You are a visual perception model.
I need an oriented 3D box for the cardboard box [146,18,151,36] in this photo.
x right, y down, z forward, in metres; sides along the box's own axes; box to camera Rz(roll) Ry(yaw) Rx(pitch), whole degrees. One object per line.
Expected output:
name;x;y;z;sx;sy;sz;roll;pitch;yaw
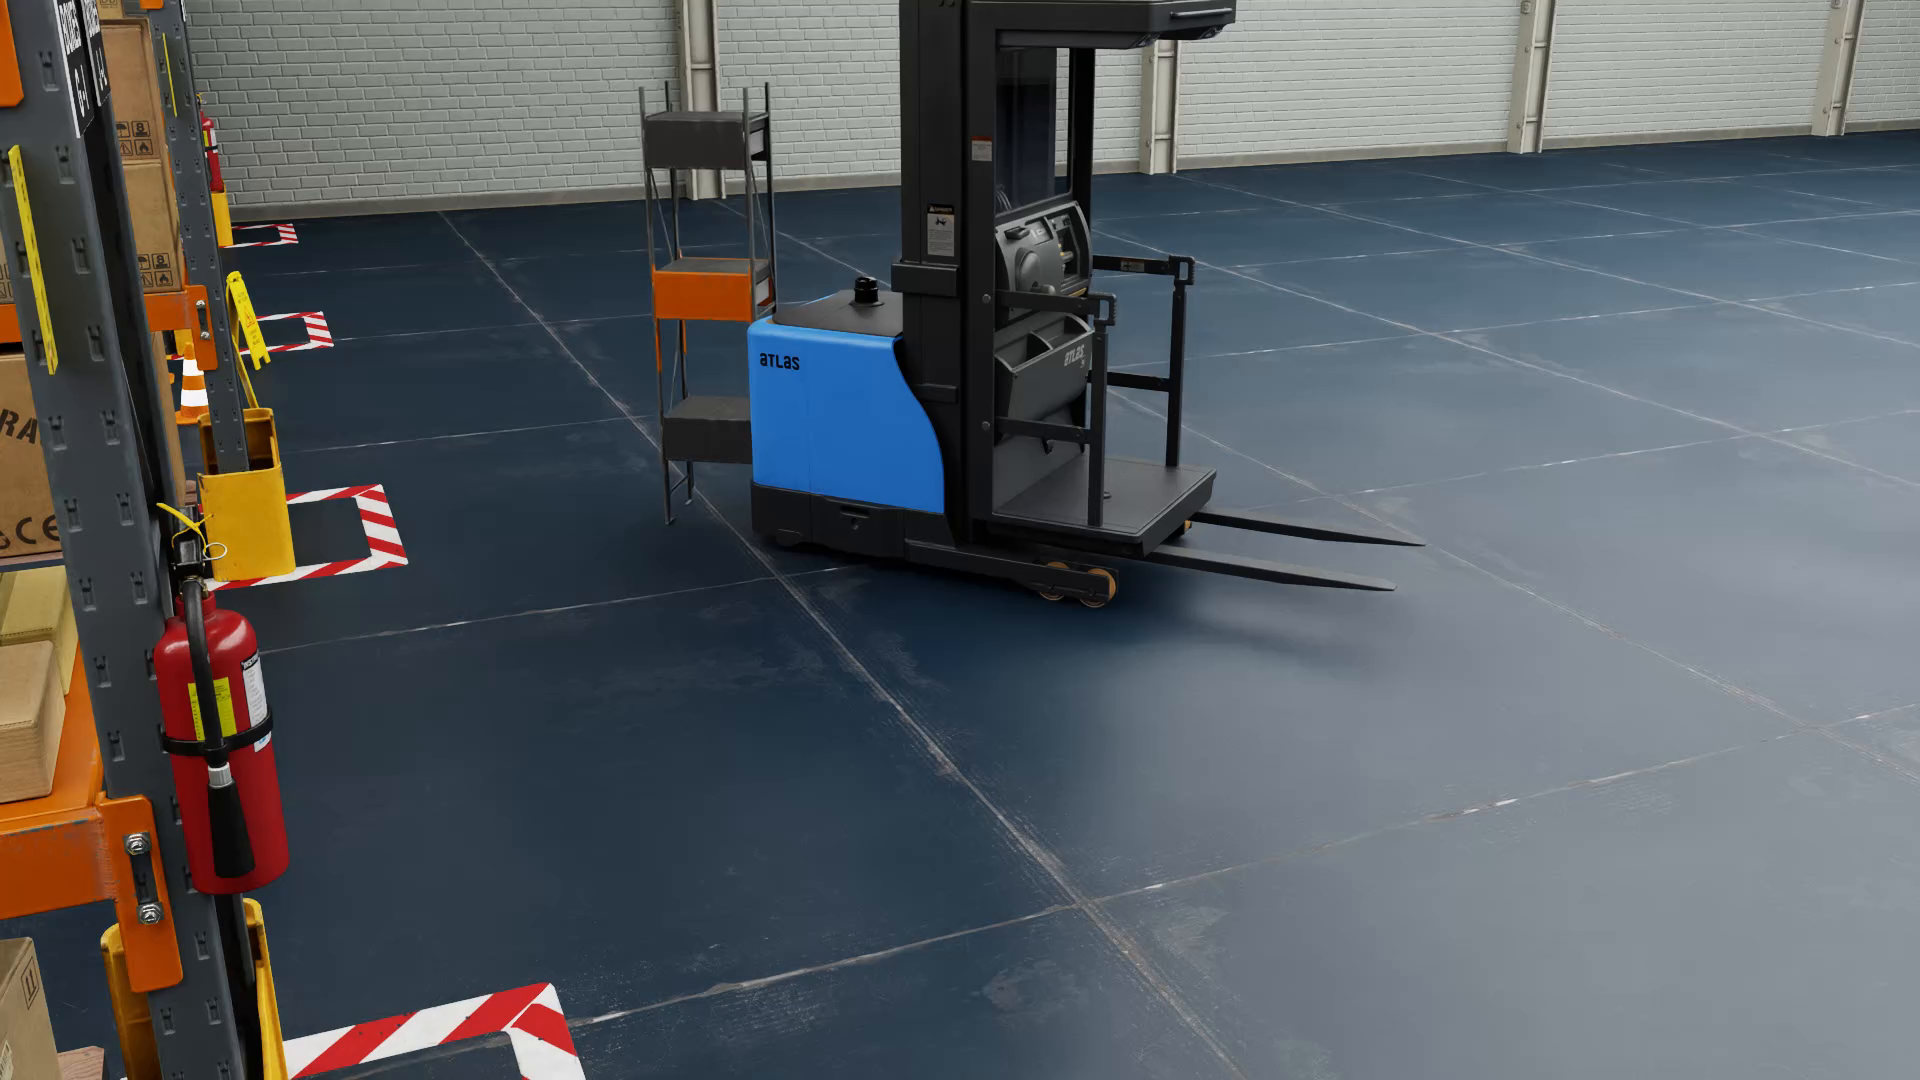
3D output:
cardboard box;-7.709;-4.806;15.580;0.250;0.149;0.380;-8;21;-22

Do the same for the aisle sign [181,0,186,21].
aisle sign;-3.257;-2.559;6.858;0.004;0.787;0.394;-8;21;-22

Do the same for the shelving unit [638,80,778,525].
shelving unit;-1.177;-1.115;8.027;0.503;2.100;0.431;3;20;9

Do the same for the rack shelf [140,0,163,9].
rack shelf;-5.277;-2.227;6.397;4.000;0.370;1.077;-8;21;-22

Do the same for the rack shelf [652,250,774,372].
rack shelf;-1.177;-1.102;8.032;0.480;0.518;0.431;3;20;9

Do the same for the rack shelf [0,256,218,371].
rack shelf;-5.277;-0.812;6.895;4.000;0.370;1.077;-8;21;-22

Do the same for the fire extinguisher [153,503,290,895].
fire extinguisher;-1.281;0.273;2.846;0.183;0.674;0.296;-8;21;-22

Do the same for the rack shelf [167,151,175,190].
rack shelf;-7.331;-2.308;11.145;4.000;0.370;1.077;-8;21;-22

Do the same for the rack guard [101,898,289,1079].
rack guard;-1.639;1.300;3.576;0.348;0.500;1.175;-8;21;-22

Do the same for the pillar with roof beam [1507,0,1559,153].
pillar with roof beam;9.773;-8.492;18.591;0.400;9.000;9.100;-8;21;-22

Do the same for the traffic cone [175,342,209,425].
traffic cone;-4.626;-0.971;10.082;0.334;0.463;0.336;-8;21;-22

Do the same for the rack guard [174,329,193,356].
rack guard;-5.564;-1.722;12.159;0.348;0.500;1.175;-8;21;-22

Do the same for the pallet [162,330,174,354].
pallet;-6.324;-1.489;11.934;1.213;0.211;1.003;-8;21;-22

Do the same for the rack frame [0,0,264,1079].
rack frame;-1.570;0.110;3.192;0.053;2.616;0.949;-8;21;-22

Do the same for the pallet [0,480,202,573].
pallet;-4.144;0.030;7.620;1.213;0.211;1.003;-8;21;-22

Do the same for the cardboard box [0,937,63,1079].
cardboard box;-2.149;1.169;3.316;0.500;0.500;0.500;-4;20;-12

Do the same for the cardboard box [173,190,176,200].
cardboard box;-7.787;-3.402;15.921;0.500;0.250;0.500;-8;21;-23

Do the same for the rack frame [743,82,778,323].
rack frame;-0.936;-1.102;7.990;0.015;2.100;0.400;3;20;9

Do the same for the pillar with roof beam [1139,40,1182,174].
pillar with roof beam;4.263;-7.703;16.349;0.400;9.000;9.100;-8;21;-22

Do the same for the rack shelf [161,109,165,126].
rack shelf;-9.300;-3.822;15.442;4.000;0.370;1.077;-8;21;-22

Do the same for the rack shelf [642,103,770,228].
rack shelf;-1.177;-1.763;7.799;0.480;0.518;0.431;3;20;9

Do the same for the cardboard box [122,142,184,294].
cardboard box;-3.764;-1.423;7.320;0.550;0.550;0.875;-8;21;-22

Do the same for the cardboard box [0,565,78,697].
cardboard box;-1.925;0.195;3.331;0.250;0.149;0.380;-8;21;-22

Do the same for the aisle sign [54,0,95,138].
aisle sign;-1.393;-1.032;2.521;0.004;0.787;0.394;-8;21;-22

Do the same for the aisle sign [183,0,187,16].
aisle sign;-3.495;-2.742;7.378;0.004;0.787;0.394;-8;21;-22

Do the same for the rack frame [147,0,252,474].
rack frame;-3.441;-1.415;7.523;0.127;3.000;1.000;-8;21;-22

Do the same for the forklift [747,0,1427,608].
forklift;0.559;-1.291;7.275;3.031;2.935;1.130;9;21;25

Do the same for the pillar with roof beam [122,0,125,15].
pillar with roof beam;-6.755;-6.124;11.866;0.400;9.000;9.100;-8;21;-22

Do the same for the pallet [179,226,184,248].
pallet;-8.150;-2.995;16.211;1.213;0.211;1.003;-8;21;-22

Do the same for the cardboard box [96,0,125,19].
cardboard box;-5.877;-3.436;11.161;0.500;0.500;0.700;-9;21;-23

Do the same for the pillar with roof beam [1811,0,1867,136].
pillar with roof beam;15.282;-9.281;20.833;0.400;9.000;9.100;-8;21;-22

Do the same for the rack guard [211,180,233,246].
rack guard;-7.442;-3.248;16.494;0.348;0.500;1.175;-8;21;-22

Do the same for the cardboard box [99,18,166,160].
cardboard box;-3.797;-1.958;7.214;0.550;0.550;0.875;-8;21;-22

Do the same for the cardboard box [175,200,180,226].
cardboard box;-7.770;-3.167;16.008;0.500;0.250;0.500;-8;21;-22

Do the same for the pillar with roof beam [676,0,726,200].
pillar with roof beam;-1.246;-6.913;14.107;0.400;9.000;9.100;-8;21;-22

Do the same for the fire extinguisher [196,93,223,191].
fire extinguisher;-5.207;-2.749;11.429;0.183;0.674;0.296;-8;21;-22

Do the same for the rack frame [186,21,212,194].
rack frame;-7.464;-4.424;16.070;0.127;3.000;1.000;-8;21;-22

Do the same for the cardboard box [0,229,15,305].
cardboard box;-4.260;-1.344;7.096;0.550;0.550;0.875;-8;21;-22

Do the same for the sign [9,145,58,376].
sign;-1.368;-0.412;2.457;0.005;0.325;0.100;-8;21;-22

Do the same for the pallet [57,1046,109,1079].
pallet;-2.399;1.533;3.351;1.213;0.211;1.003;-8;21;-22

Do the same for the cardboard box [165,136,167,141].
cardboard box;-7.980;-3.791;16.275;0.500;0.250;0.500;-8;21;-23

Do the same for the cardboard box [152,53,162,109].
cardboard box;-7.812;-4.326;15.642;0.500;0.500;0.500;-9;21;-23

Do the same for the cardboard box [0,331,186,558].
cardboard box;-4.037;-0.501;7.496;0.875;0.875;0.875;-8;21;-22

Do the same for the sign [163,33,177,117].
sign;-3.239;-1.905;6.816;0.005;0.325;0.100;-8;21;-22

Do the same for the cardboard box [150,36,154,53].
cardboard box;-7.671;-4.646;15.574;0.250;0.149;0.380;-8;21;-21

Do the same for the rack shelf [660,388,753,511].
rack shelf;-1.177;-0.442;8.264;0.480;0.518;0.431;3;20;9

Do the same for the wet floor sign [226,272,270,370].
wet floor sign;-4.896;-1.499;11.308;0.232;0.644;0.267;-1;19;-3

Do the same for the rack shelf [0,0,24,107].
rack shelf;-3.405;-0.701;2.064;4.000;0.370;1.077;-8;21;-22

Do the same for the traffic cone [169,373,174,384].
traffic cone;-5.378;-1.264;10.916;0.334;0.463;0.336;-8;21;-22

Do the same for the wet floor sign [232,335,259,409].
wet floor sign;-4.199;-0.912;9.640;0.232;0.644;0.267;-12;23;-31

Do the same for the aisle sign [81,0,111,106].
aisle sign;-1.631;-1.215;3.041;0.004;0.787;0.394;-8;21;-22

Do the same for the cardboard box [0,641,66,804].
cardboard box;-1.749;0.330;2.946;0.250;0.149;0.380;-8;21;-22

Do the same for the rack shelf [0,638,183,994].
rack shelf;-3.405;0.714;2.562;4.000;0.370;1.077;-8;21;-22

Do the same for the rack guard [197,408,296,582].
rack guard;-3.419;-0.239;7.947;0.348;0.500;1.175;-8;21;-22

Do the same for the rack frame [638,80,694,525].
rack frame;-1.417;-1.128;8.064;0.015;2.100;0.400;3;20;9

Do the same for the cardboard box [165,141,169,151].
cardboard box;-7.763;-3.641;15.849;0.500;0.250;0.500;-7;21;-20
